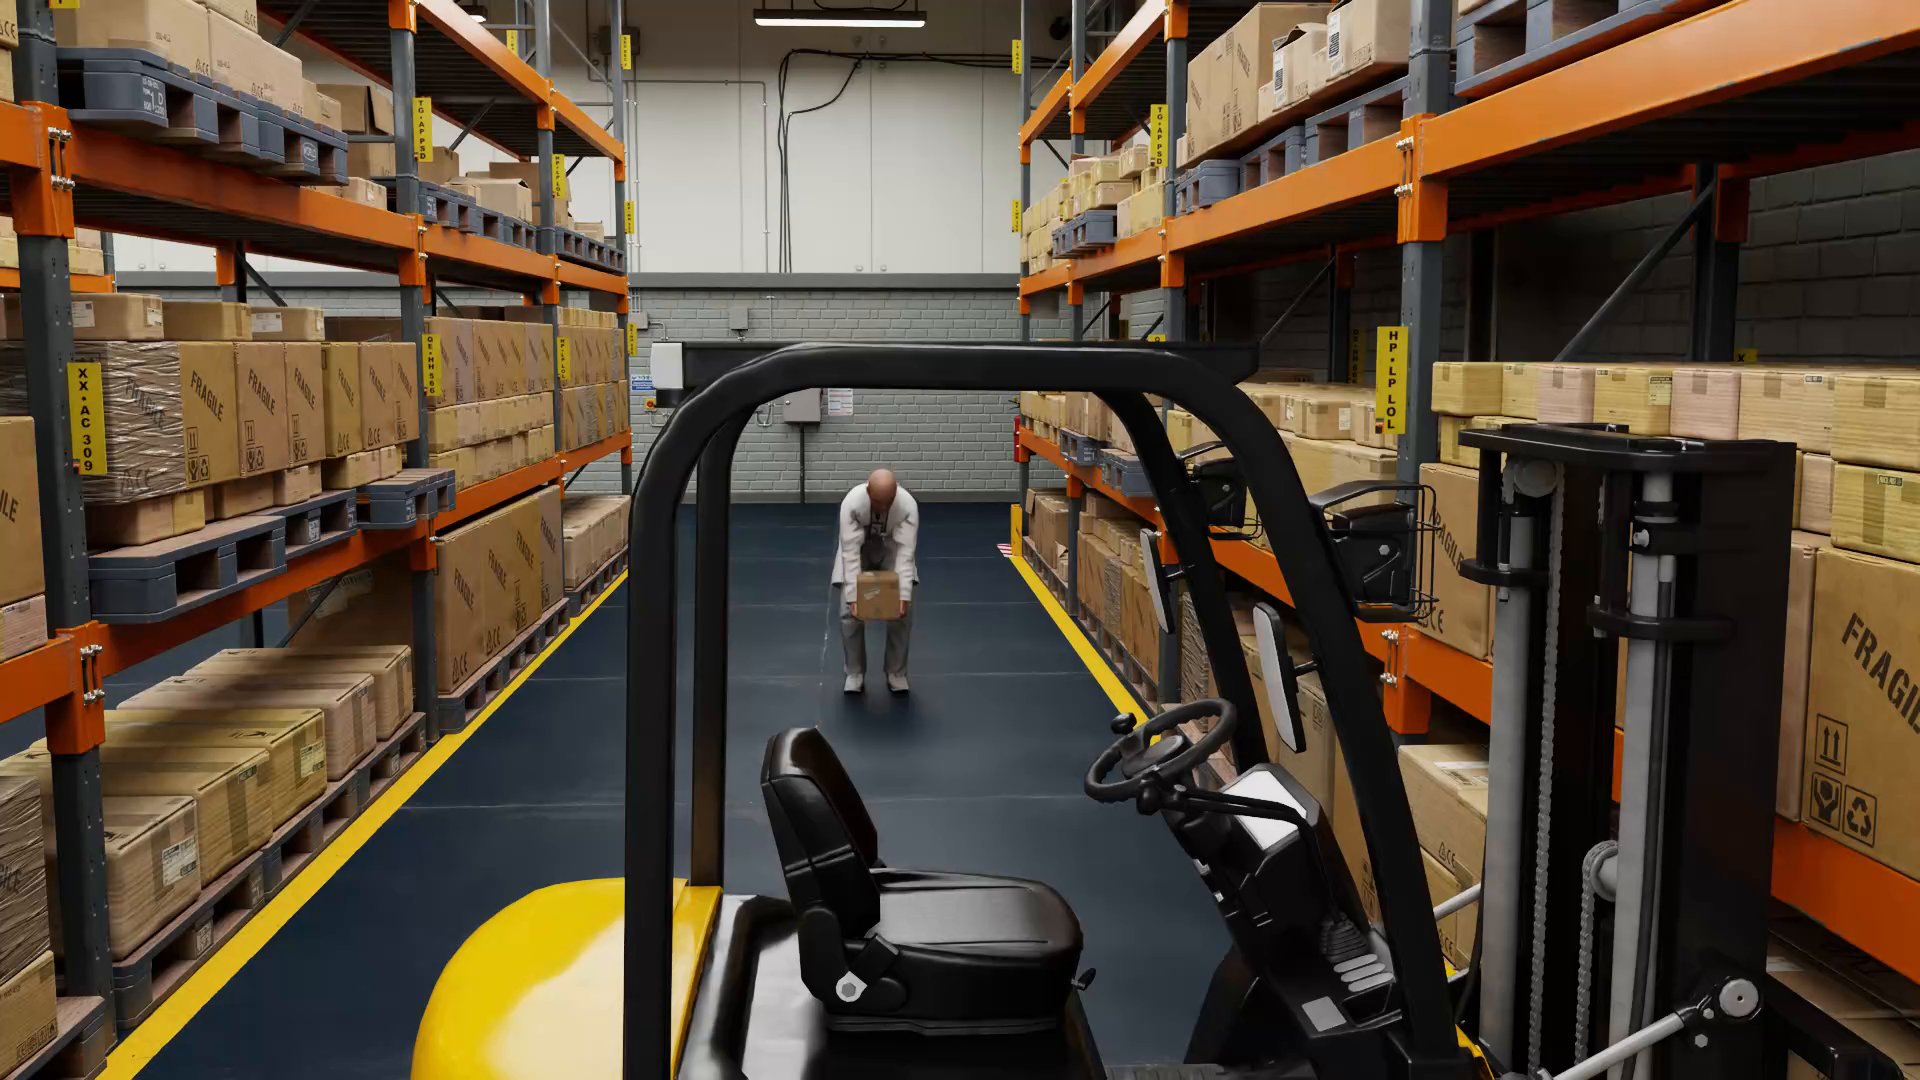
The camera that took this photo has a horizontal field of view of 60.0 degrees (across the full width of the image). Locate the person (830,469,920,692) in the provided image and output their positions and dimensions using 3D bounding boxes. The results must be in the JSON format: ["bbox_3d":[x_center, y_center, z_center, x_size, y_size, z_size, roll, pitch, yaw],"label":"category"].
[{"bbox_3d":[-0.514,0.260,10.211,0.560,1.403,0.858,-1,7,-5],"label":"person"}]
